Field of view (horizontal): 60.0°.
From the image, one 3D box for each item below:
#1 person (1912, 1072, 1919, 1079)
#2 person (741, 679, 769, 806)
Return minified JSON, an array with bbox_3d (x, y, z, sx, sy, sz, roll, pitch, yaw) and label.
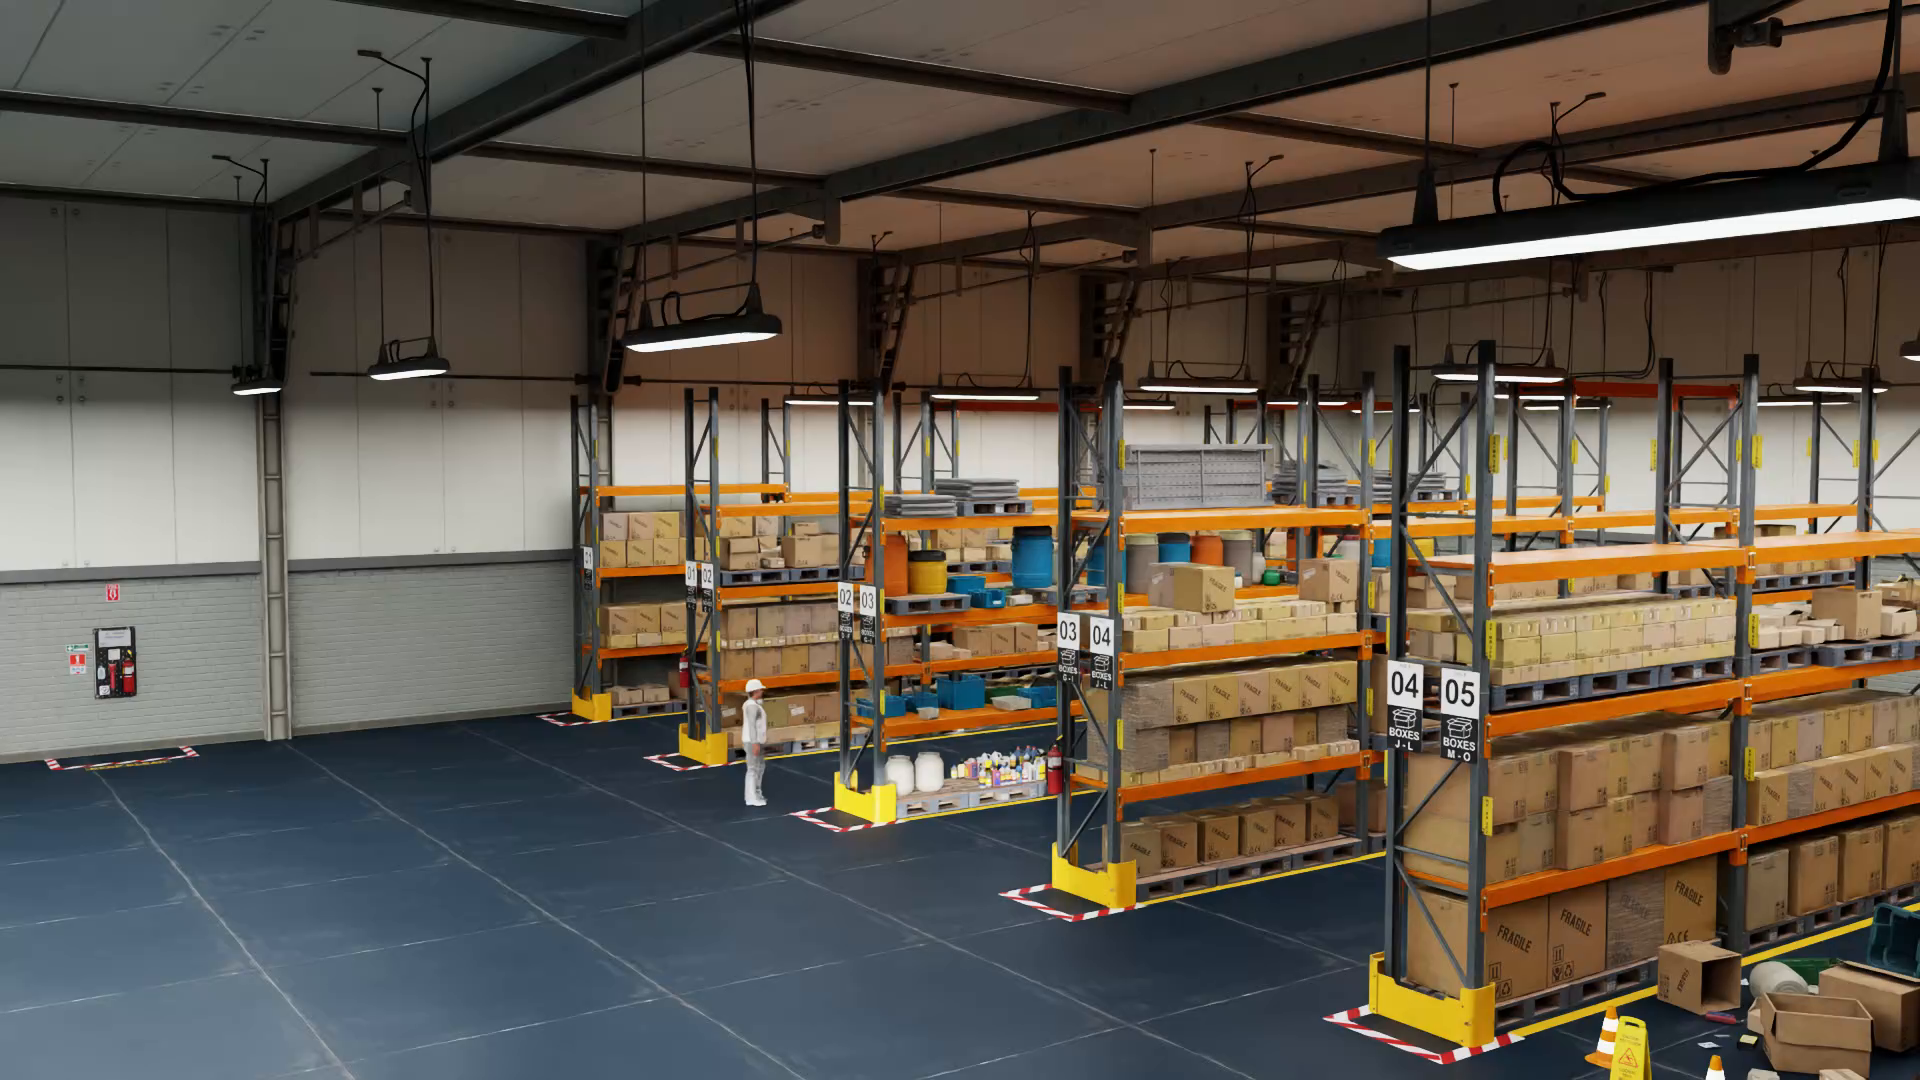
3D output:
[{"bbox_3d":[5.565,3.803,9.503,0.890,1.550,0.375,0,3,8],"label":"person"},{"bbox_3d":[-2.897,2.884,23.580,0.403,1.817,0.619,0,3,-8],"label":"person"}]
